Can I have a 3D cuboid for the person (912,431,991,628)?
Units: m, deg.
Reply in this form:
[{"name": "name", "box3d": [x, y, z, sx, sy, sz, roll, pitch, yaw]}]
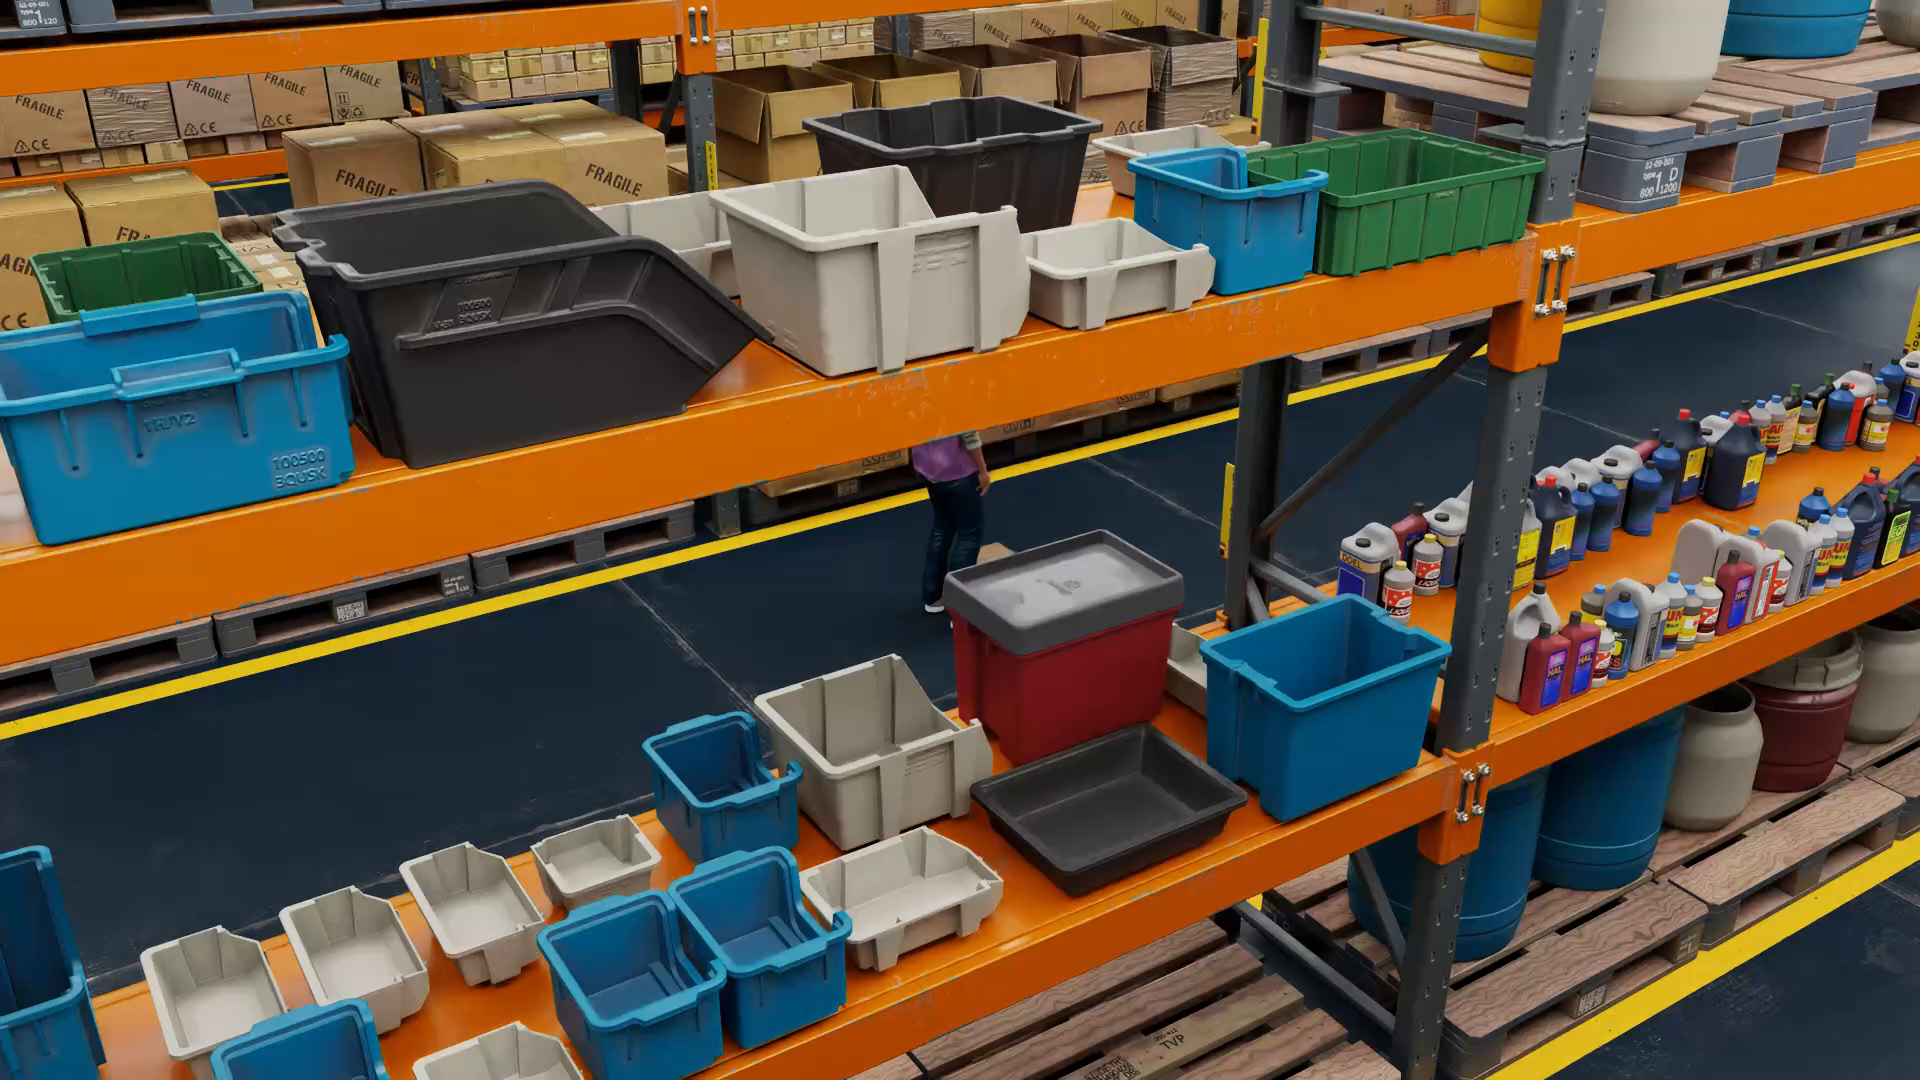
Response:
[{"name": "person", "box3d": [-0.038, -0.344, 7.856, 0.341, 1.581, 0.462, -17, 30, -31]}]
